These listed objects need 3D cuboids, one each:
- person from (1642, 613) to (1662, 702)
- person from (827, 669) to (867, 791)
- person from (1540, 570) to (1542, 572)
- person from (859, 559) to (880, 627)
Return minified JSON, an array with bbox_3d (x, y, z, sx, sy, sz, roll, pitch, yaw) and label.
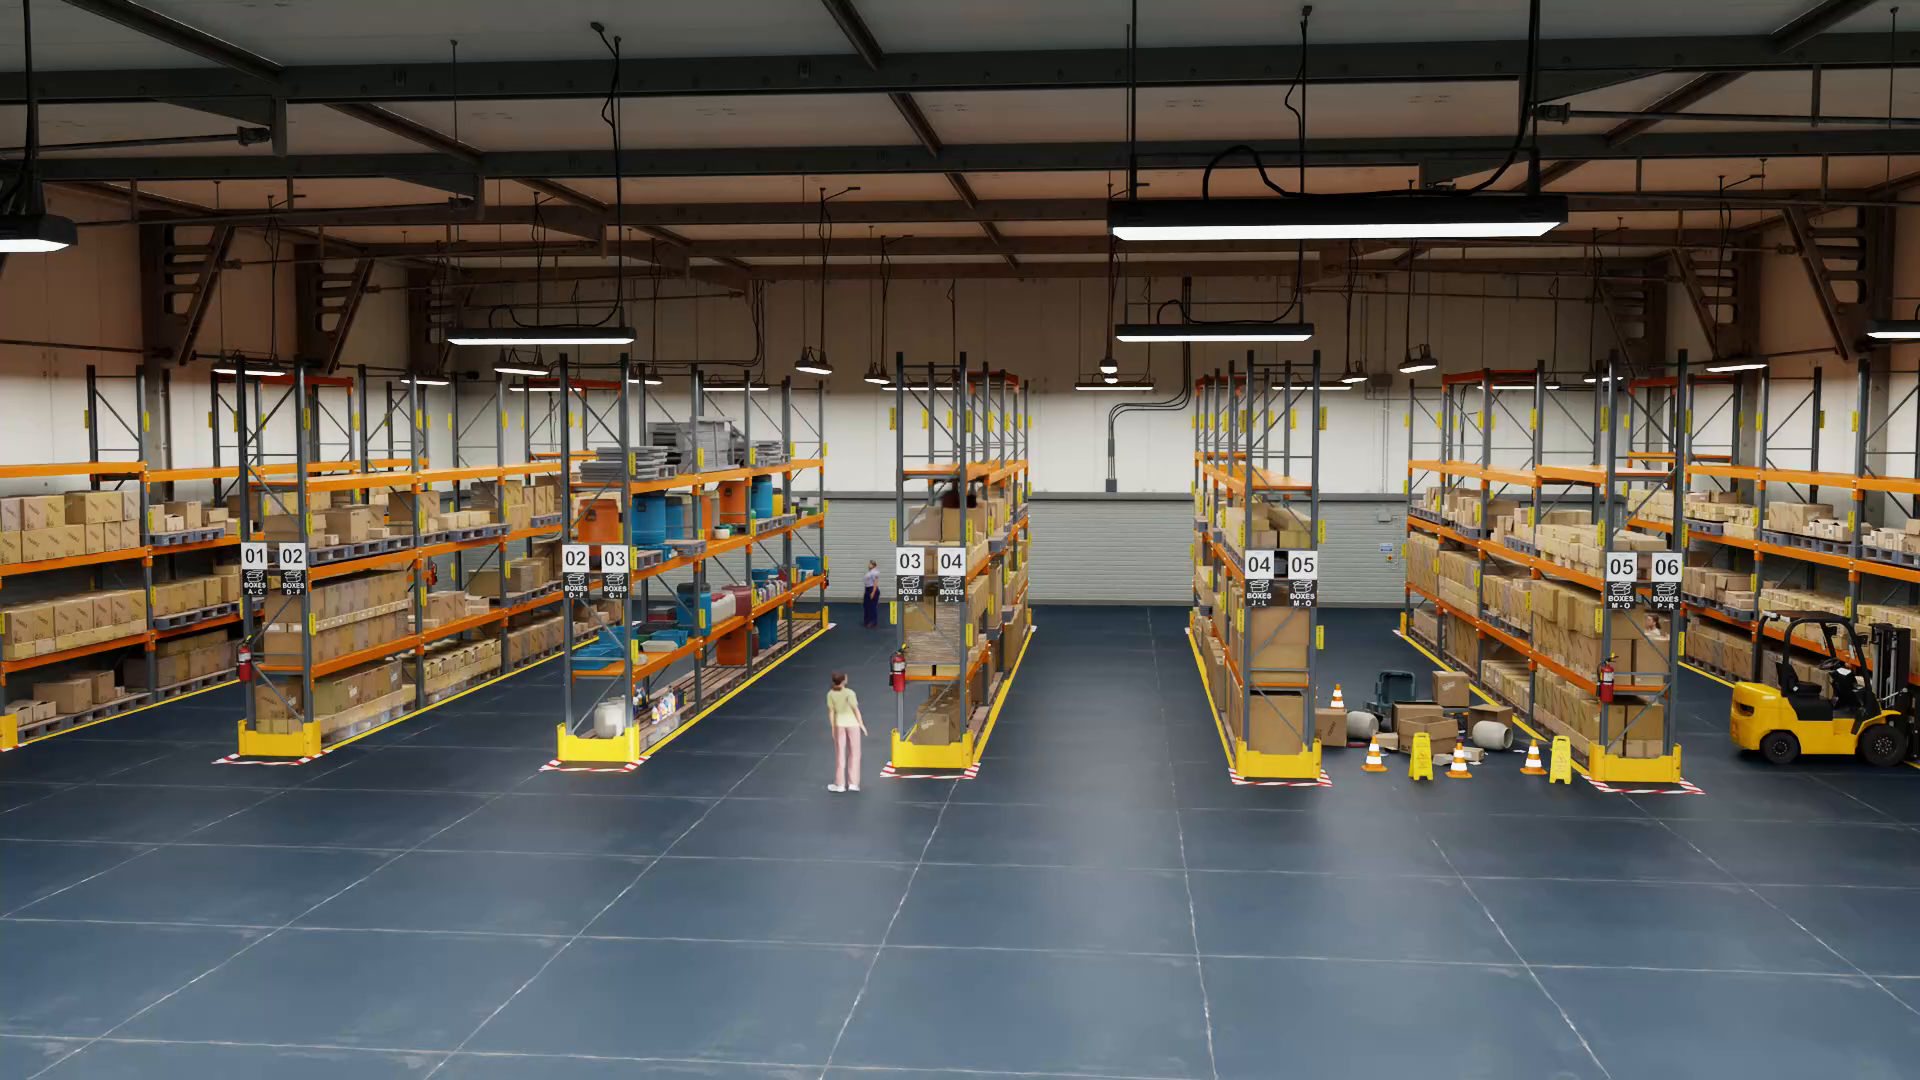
[{"bbox_3d":[12.008,2.115,29.005,0.403,1.674,0.505,2,5,26],"label":"person"},{"bbox_3d":[-1.525,2.586,22.507,0.535,1.683,0.401,1,4,10],"label":"person"},{"bbox_3d":[14.084,1.214,41.182,0.612,1.740,0.929,0,4,7],"label":"person"},{"bbox_3d":[-2.212,1.314,40.639,0.397,1.688,0.552,-2,5,-31],"label":"person"}]
